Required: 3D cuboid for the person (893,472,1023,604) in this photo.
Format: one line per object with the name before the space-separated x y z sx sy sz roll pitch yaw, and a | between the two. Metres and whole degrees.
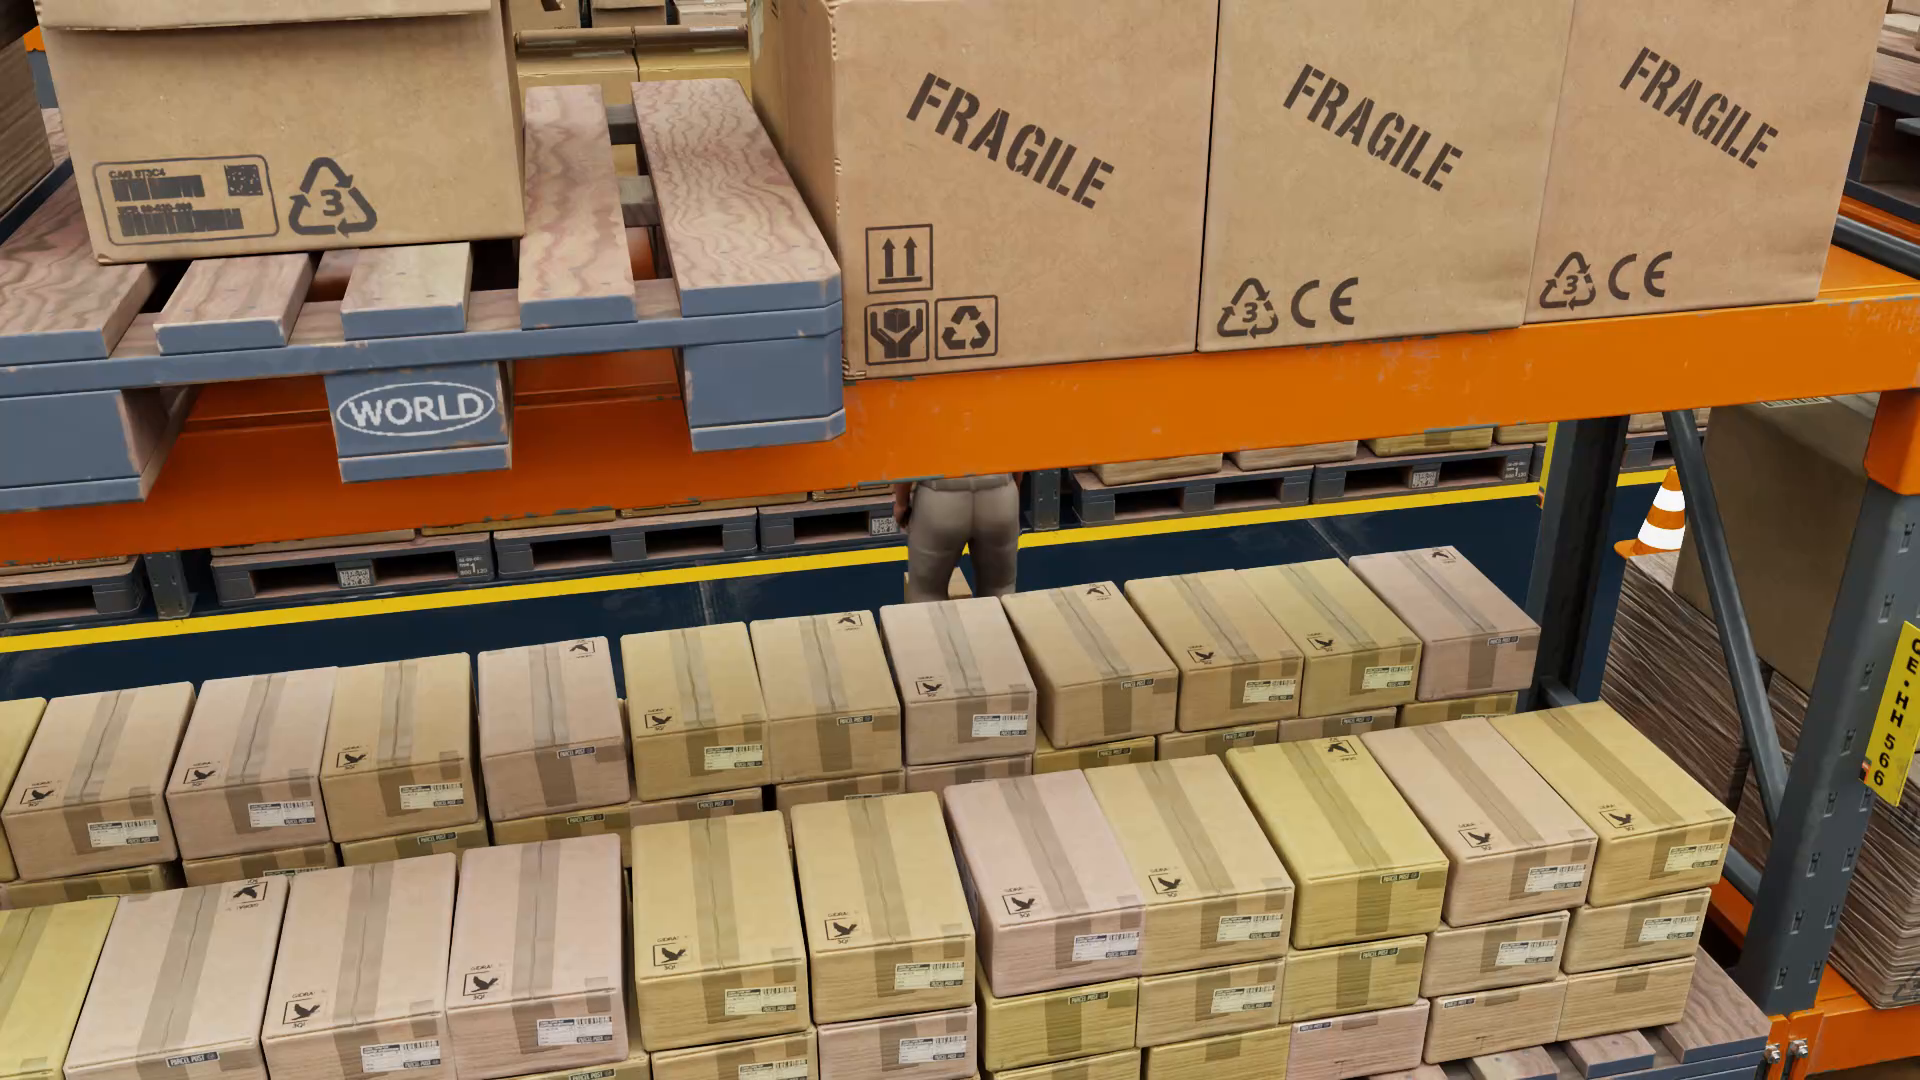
person | -0.004 -0.129 6.421 0.538 1.712 0.361 -5 27 -10
